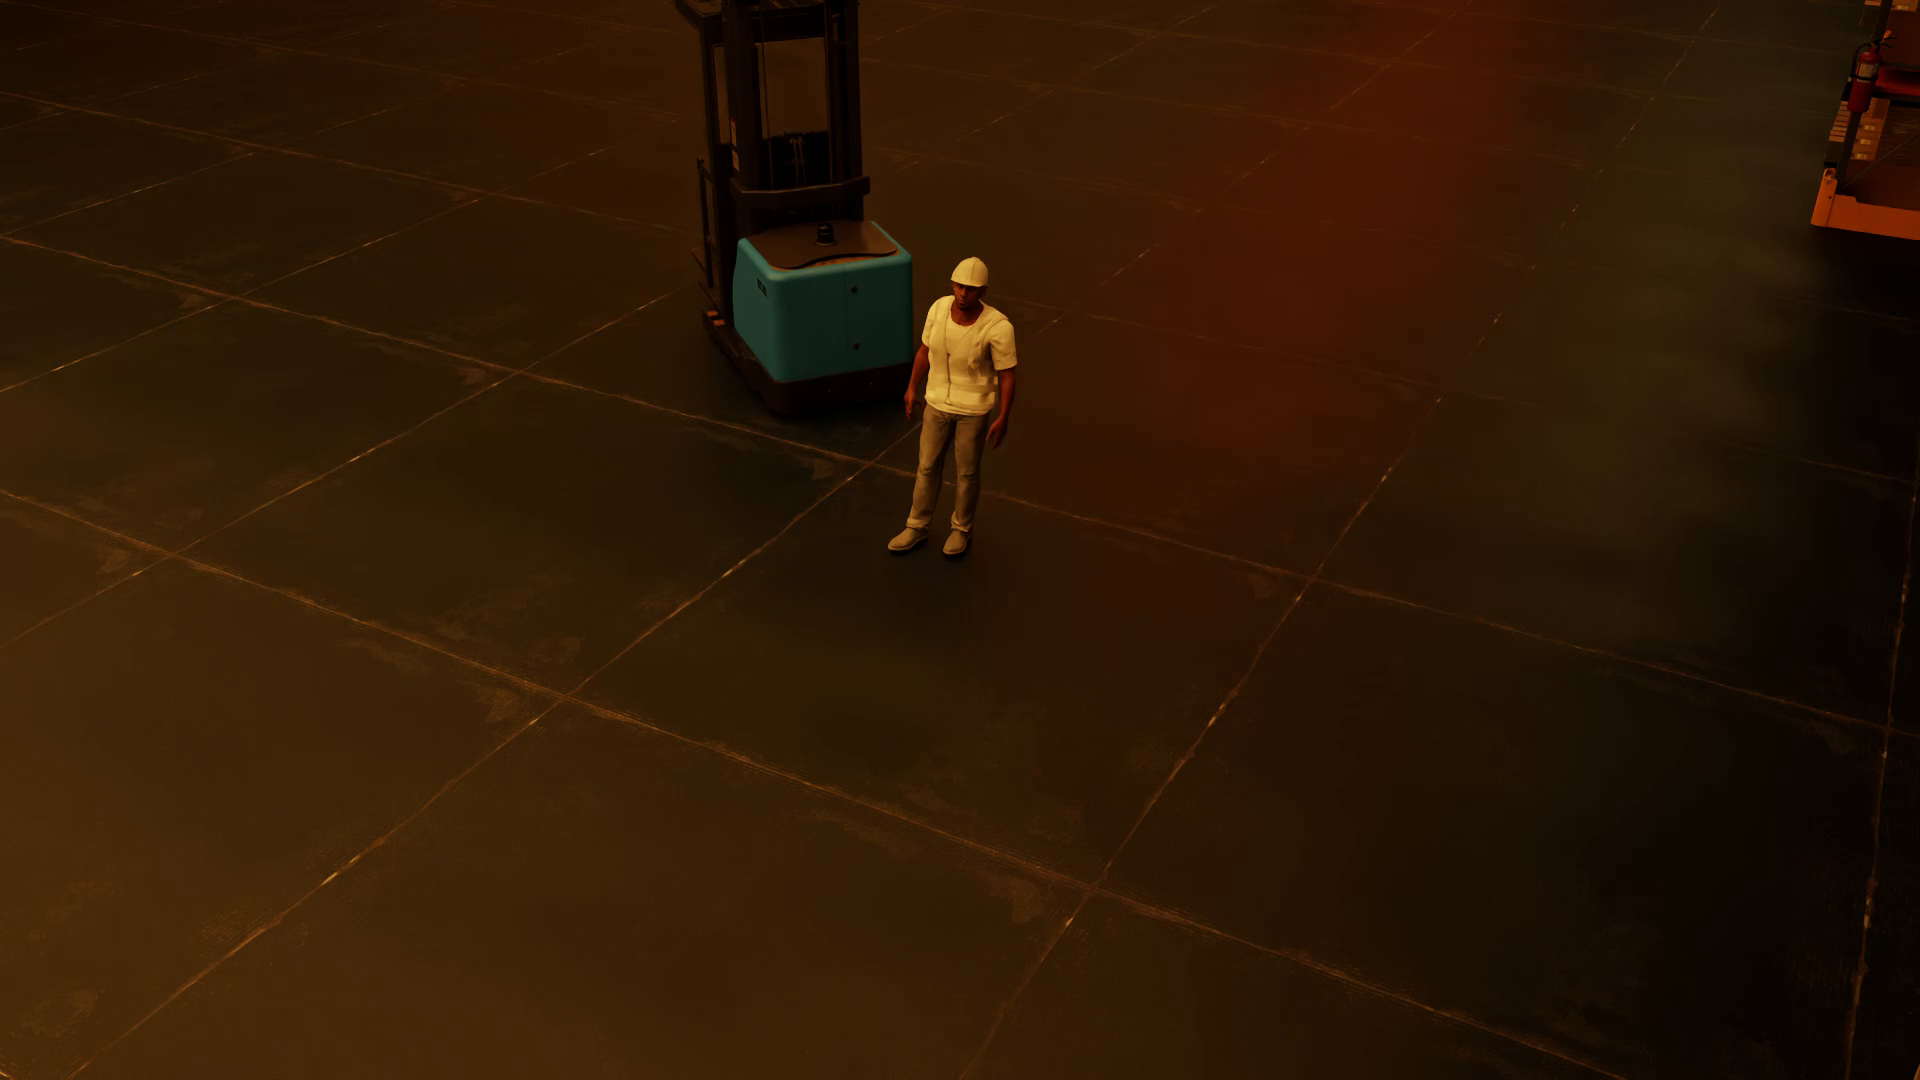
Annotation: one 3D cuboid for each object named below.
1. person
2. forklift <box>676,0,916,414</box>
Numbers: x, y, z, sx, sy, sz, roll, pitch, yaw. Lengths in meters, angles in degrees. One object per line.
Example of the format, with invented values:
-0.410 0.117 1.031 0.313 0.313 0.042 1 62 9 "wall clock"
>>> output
-0.039 -0.743 9.508 0.665 1.765 0.577 15 33 25 "person"
-1.333 -2.846 12.002 1.130 2.935 3.031 -12 32 -19 "forklift"
